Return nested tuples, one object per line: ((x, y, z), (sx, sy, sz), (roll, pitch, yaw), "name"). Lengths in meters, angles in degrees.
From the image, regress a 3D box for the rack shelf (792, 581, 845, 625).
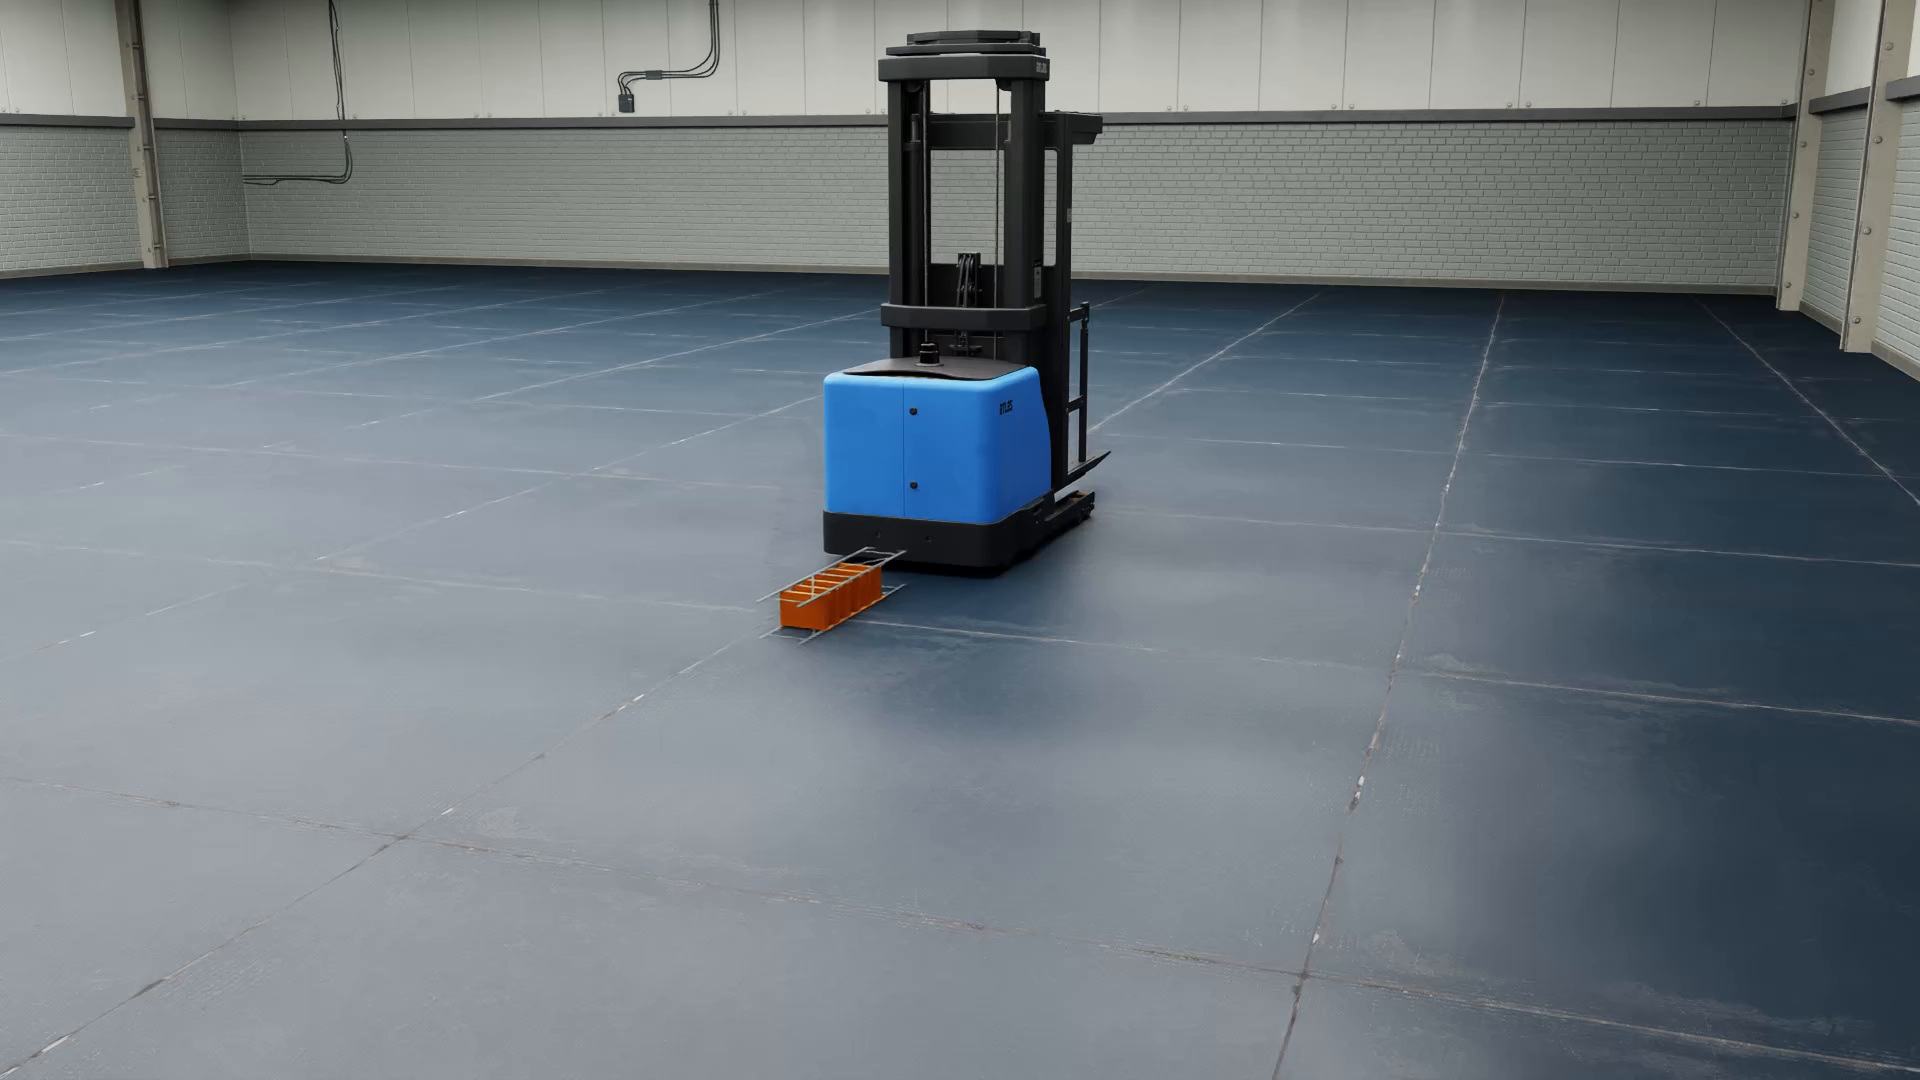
((-0.702, 0.308, 8.204), (0.258, 0.180, 0.103), (5, 14, 22), "rack shelf")

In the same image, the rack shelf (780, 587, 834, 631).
((-0.749, 0.333, 8.096), (0.258, 0.180, 0.103), (5, 14, 22), "rack shelf")

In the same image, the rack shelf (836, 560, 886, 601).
((-0.516, 0.207, 8.635), (0.258, 0.180, 0.103), (5, 14, 22), "rack shelf")

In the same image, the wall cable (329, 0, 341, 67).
((-12.353, -11.466, 35.631), (3.097, 2.526, 0.112), (4, 14, 18), "wall cable")

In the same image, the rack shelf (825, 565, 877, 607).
((-0.563, 0.232, 8.527), (0.258, 0.180, 0.103), (5, 14, 22), "rack shelf")

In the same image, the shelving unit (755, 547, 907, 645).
((-0.626, 0.267, 8.379), (0.258, 0.189, 1.200), (5, 14, 22), "shelving unit")

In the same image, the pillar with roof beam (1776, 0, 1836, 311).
((8.614, -8.230, 25.821), (9.100, 9.000, 0.400), (4, 14, 18), "pillar with roof beam")

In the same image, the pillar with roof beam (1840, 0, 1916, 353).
((6.673, -6.966, 20.286), (9.100, 9.000, 0.400), (4, 14, 18), "pillar with roof beam")

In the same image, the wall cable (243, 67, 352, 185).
((-14.913, -9.199, 37.046), (3.097, 2.526, 0.112), (4, 14, 18), "wall cable")

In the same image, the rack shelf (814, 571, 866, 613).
((-0.609, 0.257, 8.419), (0.258, 0.180, 0.103), (5, 14, 22), "rack shelf")

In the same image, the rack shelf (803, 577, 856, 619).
((-0.656, 0.283, 8.312), (0.258, 0.180, 0.103), (5, 14, 22), "rack shelf")

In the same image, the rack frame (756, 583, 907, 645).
((-0.626, 0.356, 8.400), (0.240, 0.006, 1.200), (5, 14, 22), "rack frame")

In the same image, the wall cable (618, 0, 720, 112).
((-5.936, -11.684, 33.313), (2.305, 6.003, 0.169), (4, 14, 18), "wall cable")

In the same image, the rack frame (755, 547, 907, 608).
((-0.626, 0.178, 8.358), (0.240, 0.006, 1.200), (5, 14, 22), "rack frame")

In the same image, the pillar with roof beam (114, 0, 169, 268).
((-13.044, -9.878, 33.042), (9.100, 9.000, 0.400), (4, 14, 18), "pillar with roof beam")

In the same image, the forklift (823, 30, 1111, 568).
((0.221, -1.560, 10.237), (1.130, 2.935, 3.031), (5, 14, 20), "forklift")
